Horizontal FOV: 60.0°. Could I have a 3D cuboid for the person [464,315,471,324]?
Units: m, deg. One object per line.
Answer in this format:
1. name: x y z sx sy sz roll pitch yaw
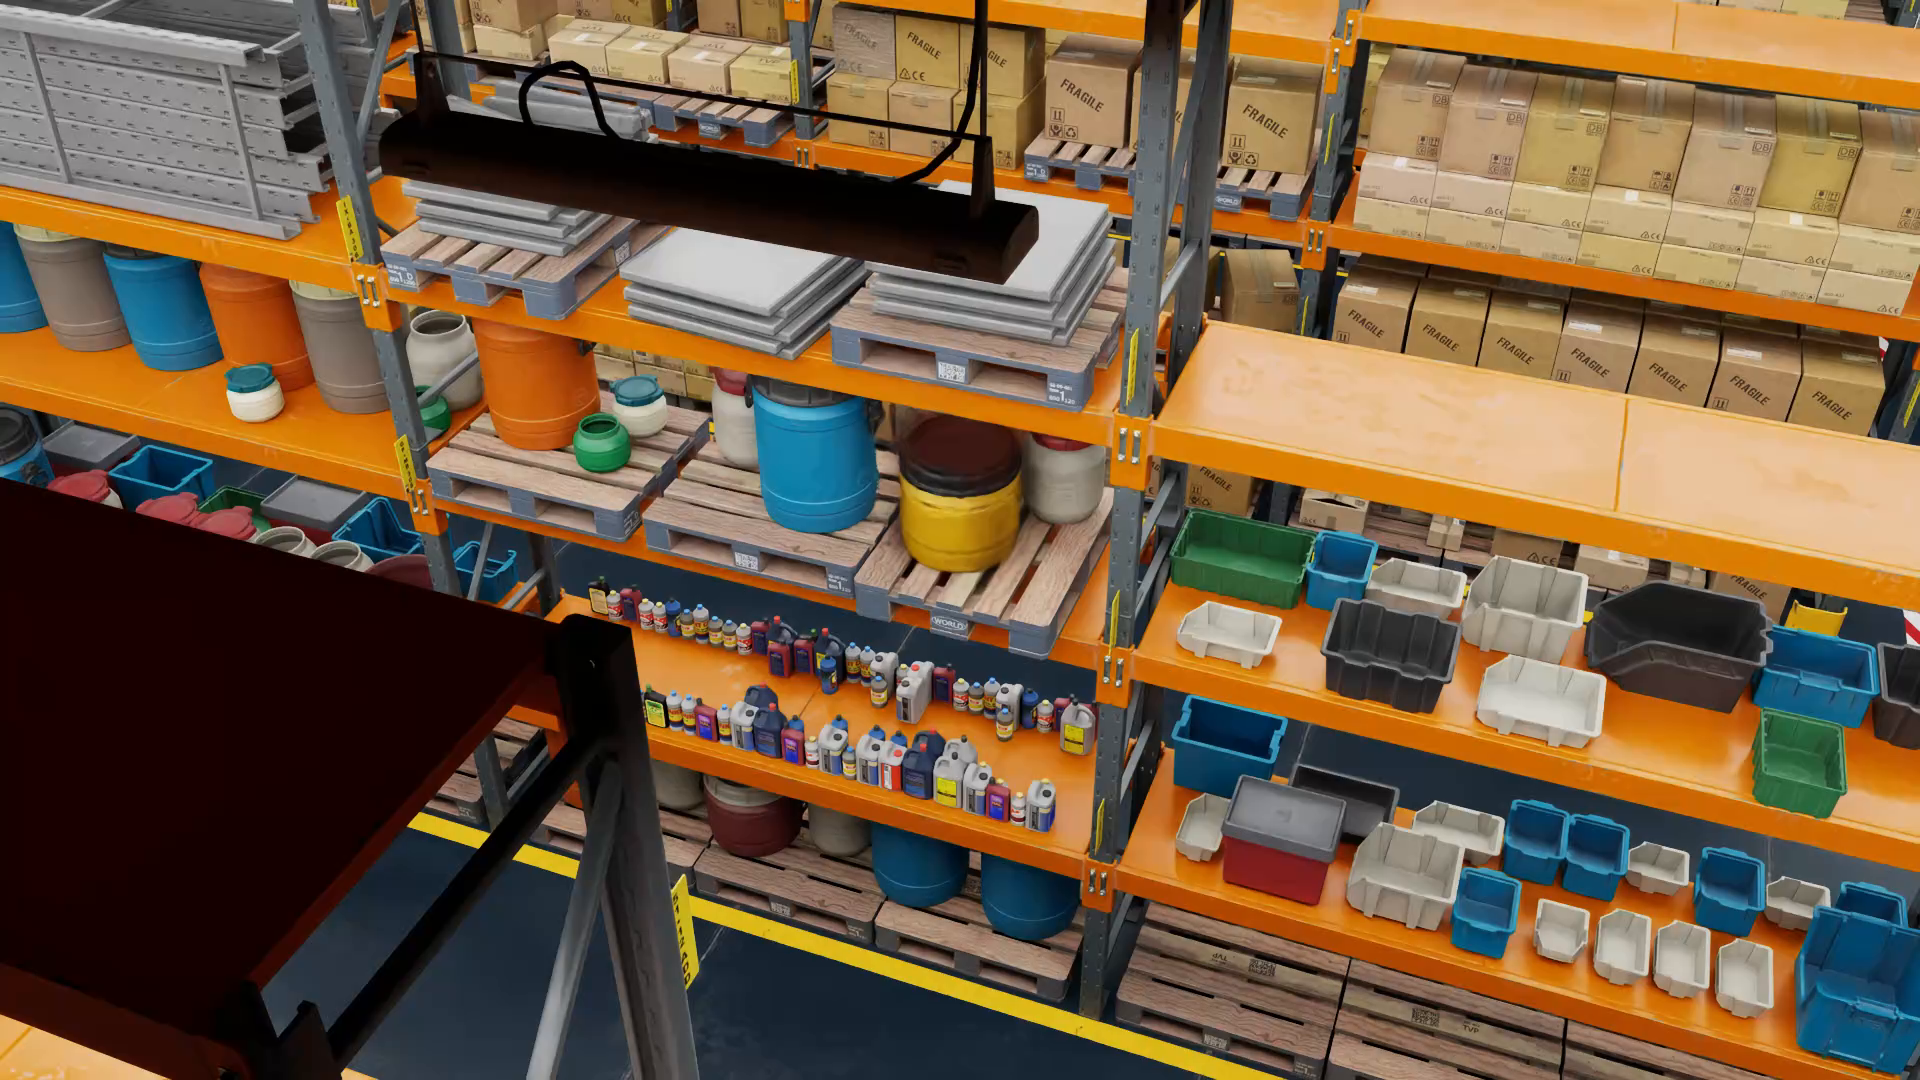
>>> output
1. person: -3.859 -1.236 13.724 0.920 1.545 0.437 -3 37 -5
